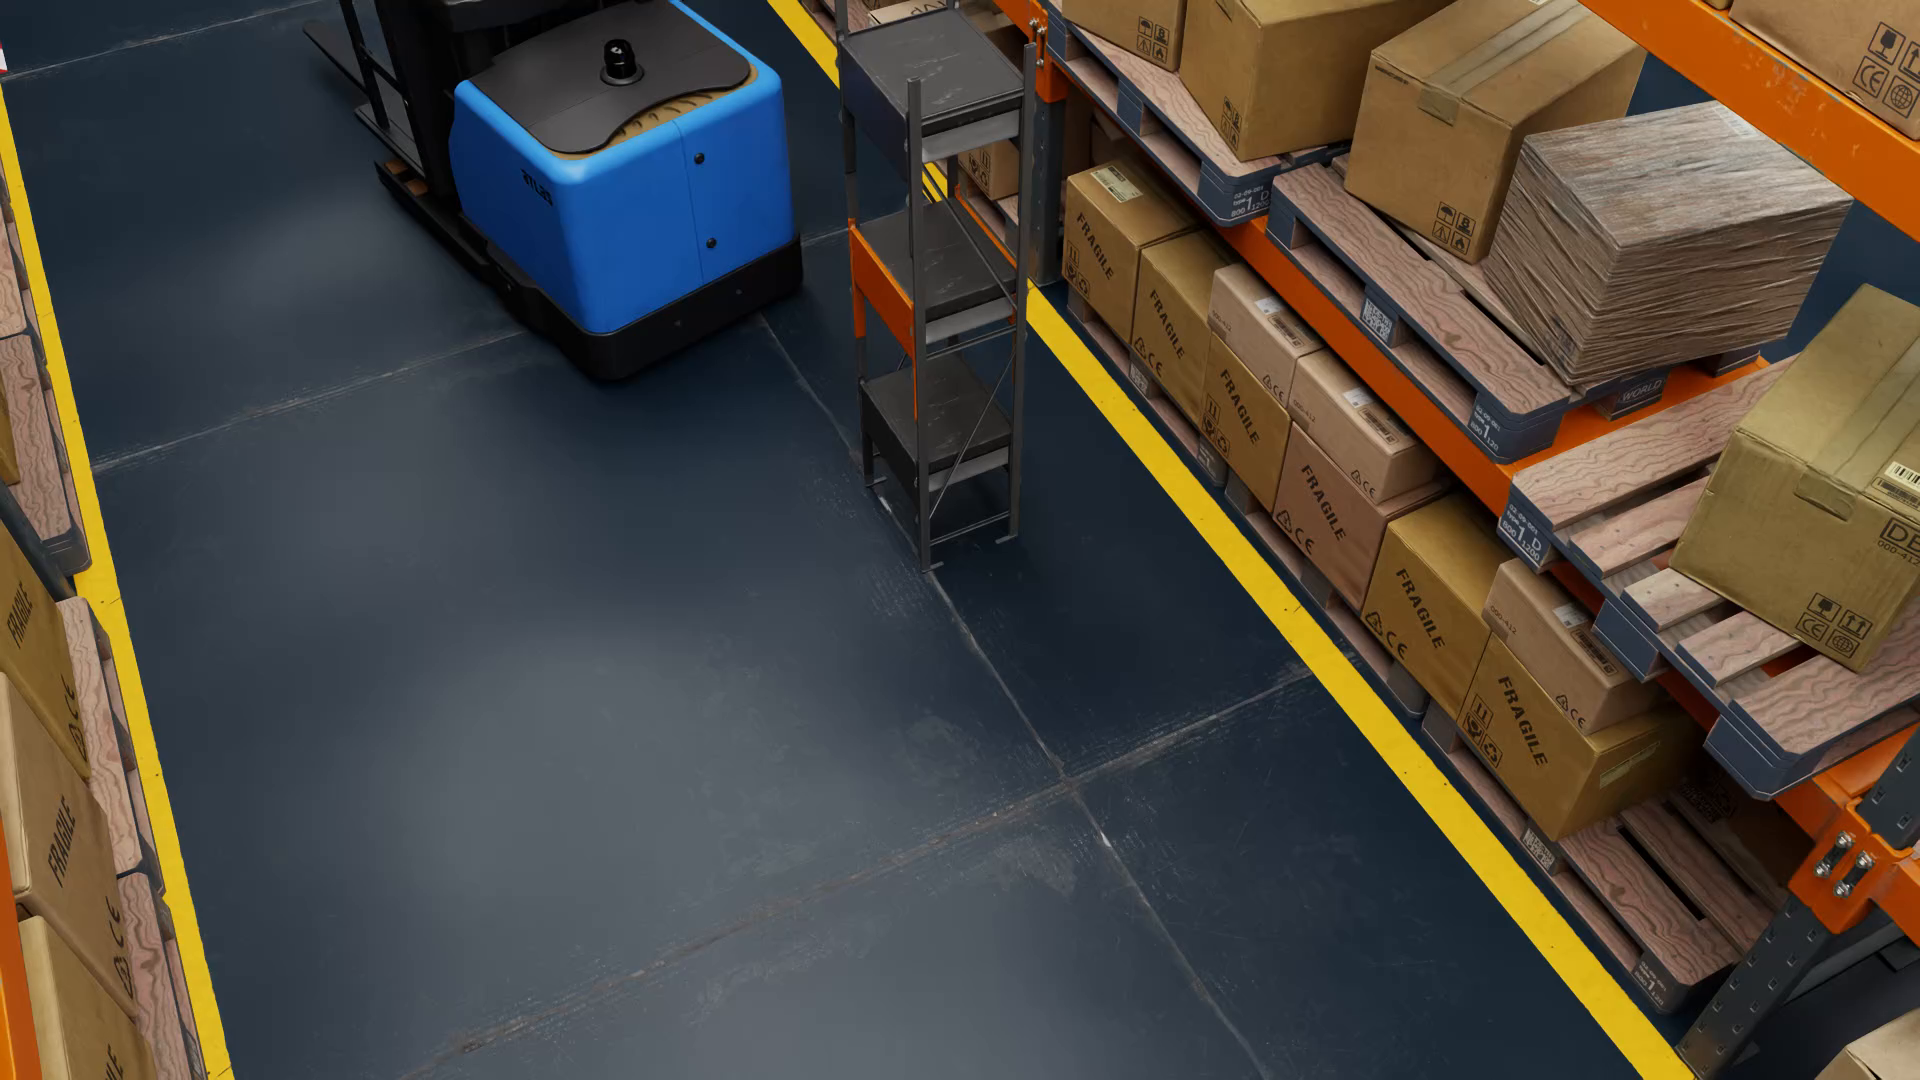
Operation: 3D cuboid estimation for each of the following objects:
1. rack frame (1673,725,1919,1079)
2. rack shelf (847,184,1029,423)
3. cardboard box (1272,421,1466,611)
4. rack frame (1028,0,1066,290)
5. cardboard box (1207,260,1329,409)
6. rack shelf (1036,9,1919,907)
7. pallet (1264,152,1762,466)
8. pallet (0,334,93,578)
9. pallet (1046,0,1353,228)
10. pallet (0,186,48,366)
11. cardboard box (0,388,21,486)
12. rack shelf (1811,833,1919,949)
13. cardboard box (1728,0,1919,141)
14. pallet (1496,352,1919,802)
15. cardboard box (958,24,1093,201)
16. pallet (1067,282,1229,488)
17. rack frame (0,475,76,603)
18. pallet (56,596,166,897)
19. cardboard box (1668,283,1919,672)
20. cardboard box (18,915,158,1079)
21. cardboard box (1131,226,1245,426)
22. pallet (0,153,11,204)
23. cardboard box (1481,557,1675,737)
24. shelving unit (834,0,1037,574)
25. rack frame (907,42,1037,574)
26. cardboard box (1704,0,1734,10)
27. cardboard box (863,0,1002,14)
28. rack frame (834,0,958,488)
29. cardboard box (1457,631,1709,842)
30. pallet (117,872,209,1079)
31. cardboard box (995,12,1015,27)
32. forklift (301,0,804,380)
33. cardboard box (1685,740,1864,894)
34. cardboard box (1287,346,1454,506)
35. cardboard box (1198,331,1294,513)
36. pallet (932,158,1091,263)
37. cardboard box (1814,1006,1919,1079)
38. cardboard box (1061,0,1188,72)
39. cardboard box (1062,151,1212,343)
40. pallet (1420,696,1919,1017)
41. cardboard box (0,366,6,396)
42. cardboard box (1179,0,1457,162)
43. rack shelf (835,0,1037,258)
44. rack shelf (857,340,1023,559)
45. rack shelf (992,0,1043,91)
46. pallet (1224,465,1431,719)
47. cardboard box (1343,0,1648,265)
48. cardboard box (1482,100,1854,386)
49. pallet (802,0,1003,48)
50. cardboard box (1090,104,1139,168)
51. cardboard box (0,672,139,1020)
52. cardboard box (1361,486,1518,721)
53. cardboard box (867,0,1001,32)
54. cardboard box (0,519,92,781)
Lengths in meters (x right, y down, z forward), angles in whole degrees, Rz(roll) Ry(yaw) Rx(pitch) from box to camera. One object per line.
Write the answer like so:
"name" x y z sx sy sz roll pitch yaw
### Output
"rack frame" 2.586 0.392 3.914 1.000 3.000 0.127 -21 52 -18
"rack shelf" -0.076 -0.793 5.567 0.431 0.518 0.480 -21 52 -18
"cardboard box" 1.467 -0.171 5.775 0.500 0.500 0.500 -23 53 -19
"rack frame" 0.756 -2.285 6.256 1.000 3.000 0.127 -21 52 -18
"cardboard box" 1.218 -0.777 5.807 0.500 0.250 0.500 -21 52 -17
"rack shelf" 1.671 -0.710 5.356 1.077 0.370 4.000 -21 52 -18
"pallet" 1.692 -0.845 5.124 1.003 0.211 1.213 -21 52 -18
"pallet" -3.926 -0.194 6.280 1.003 0.211 1.213 -21 52 -18
"pallet" 1.024 -1.649 5.827 1.003 0.211 1.213 -21 52 -18
"pallet" -4.488 -1.012 6.995 1.003 0.211 1.213 -21 52 -18
"cardboard box" -3.898 -0.427 6.013 0.700 0.500 0.500 -21 52 -17
"rack shelf" 3.501 1.967 3.014 1.077 0.370 4.000 -21 52 -18
"cardboard box" 2.123 -1.250 3.291 0.910 0.500 0.500 -21 52 -18
"pallet" 2.214 0.026 4.362 1.213 0.211 1.003 -21 52 -18
"cardboard box" 0.243 -1.891 7.279 0.500 0.500 0.500 -21 52 -18
"pallet" 1.162 -0.836 6.841 1.003 0.211 1.213 -21 52 -18
"rack frame" -3.647 -0.576 4.761 1.000 3.000 0.127 -21 52 -18
"pallet" -3.227 0.832 5.382 1.003 0.211 1.213 -21 52 -18
"cardboard box" 2.198 -0.162 4.053 0.500 0.500 0.700 35 58 27
"cardboard box" -2.432 1.544 4.056 0.750 0.750 0.750 -21 52 -18
"cardboard box" 1.014 -0.846 6.366 0.500 0.500 0.500 -20 52 -17
"pallet" -5.042 -1.827 7.708 1.003 0.211 1.213 -21 52 -18
"cardboard box" 1.920 0.242 4.916 0.500 0.250 0.500 -19 52 -16
"shelving unit" -0.076 -0.802 5.557 0.431 2.100 0.503 -21 52 -18
"rack frame" 0.036 -0.639 5.414 0.400 2.100 0.015 -21 52 -18
"cardboard box" 1.885 -1.598 3.596 0.910 0.500 0.500 -21 52 -18
"cardboard box" -0.109 -2.864 8.128 0.797 0.503 0.637 -21 52 -18
"rack frame" -0.187 -0.965 5.699 0.400 2.100 0.015 -21 52 -18
"cardboard box" 1.949 0.525 5.166 0.500 0.500 0.500 -19 52 -16
"pallet" -2.665 1.650 4.667 1.003 0.211 1.213 -21 52 -18
"cardboard box" 0.351 -2.428 7.971 0.380 0.166 0.250 -21 52 -18
"forklift" -2.008 -2.654 6.624 1.130 2.935 3.031 -33 56 -25
"cardboard box" 2.632 0.667 5.042 0.500 0.500 0.500 -19 52 -16
"cardboard box" 1.448 -0.441 5.513 0.500 0.250 0.500 -22 52 -18
"cardboard box" 1.236 -0.509 6.071 0.500 0.500 0.500 -21 52 -17
"pallet" 0.442 -1.827 7.708 1.003 0.211 1.213 -21 52 -18
"cardboard box" 2.565 1.426 4.185 0.500 0.311 0.500 -20 52 -16
"cardboard box" 0.774 -2.062 5.715 0.500 0.500 0.700 35 58 27
"cardboard box" 0.760 -1.199 6.675 0.500 0.500 0.500 -23 53 -19
"pallet" 2.278 0.797 5.412 1.003 0.211 1.213 -21 52 -18
"cardboard box" -4.125 -0.765 6.308 0.700 0.500 0.500 -22 52 -18
"cardboard box" 1.145 -1.624 5.332 0.700 0.500 0.500 -14 50 -12
"rack shelf" -0.076 -1.254 5.040 0.431 0.518 0.480 -21 52 -18
"rack shelf" -0.076 -0.332 6.094 0.431 0.518 0.480 -21 52 -18
"rack shelf" -0.160 -3.387 7.697 1.077 0.370 4.000 -21 52 -18
"pallet" 1.724 -0.018 6.126 1.003 0.211 1.213 -21 52 -18
"cardboard box" 1.619 -1.295 5.044 0.700 0.500 0.500 -34 57 -26
"cardboard box" 1.949 -0.840 4.646 0.700 0.500 0.500 -12 50 -11
"pallet" -0.120 -2.645 8.423 1.003 0.211 1.213 -21 52 -18
"cardboard box" 0.756 -1.900 7.413 0.500 0.311 0.500 -21 52 -18
"cardboard box" -2.825 0.977 4.552 0.750 0.750 0.750 -20 52 -16
"cardboard box" 1.713 0.179 5.469 0.500 0.500 0.500 -23 53 -19
"cardboard box" -0.100 -2.330 7.789 0.500 0.311 0.500 -21 52 -18
"cardboard box" -3.234 0.383 5.071 0.750 0.750 0.750 -21 52 -17
